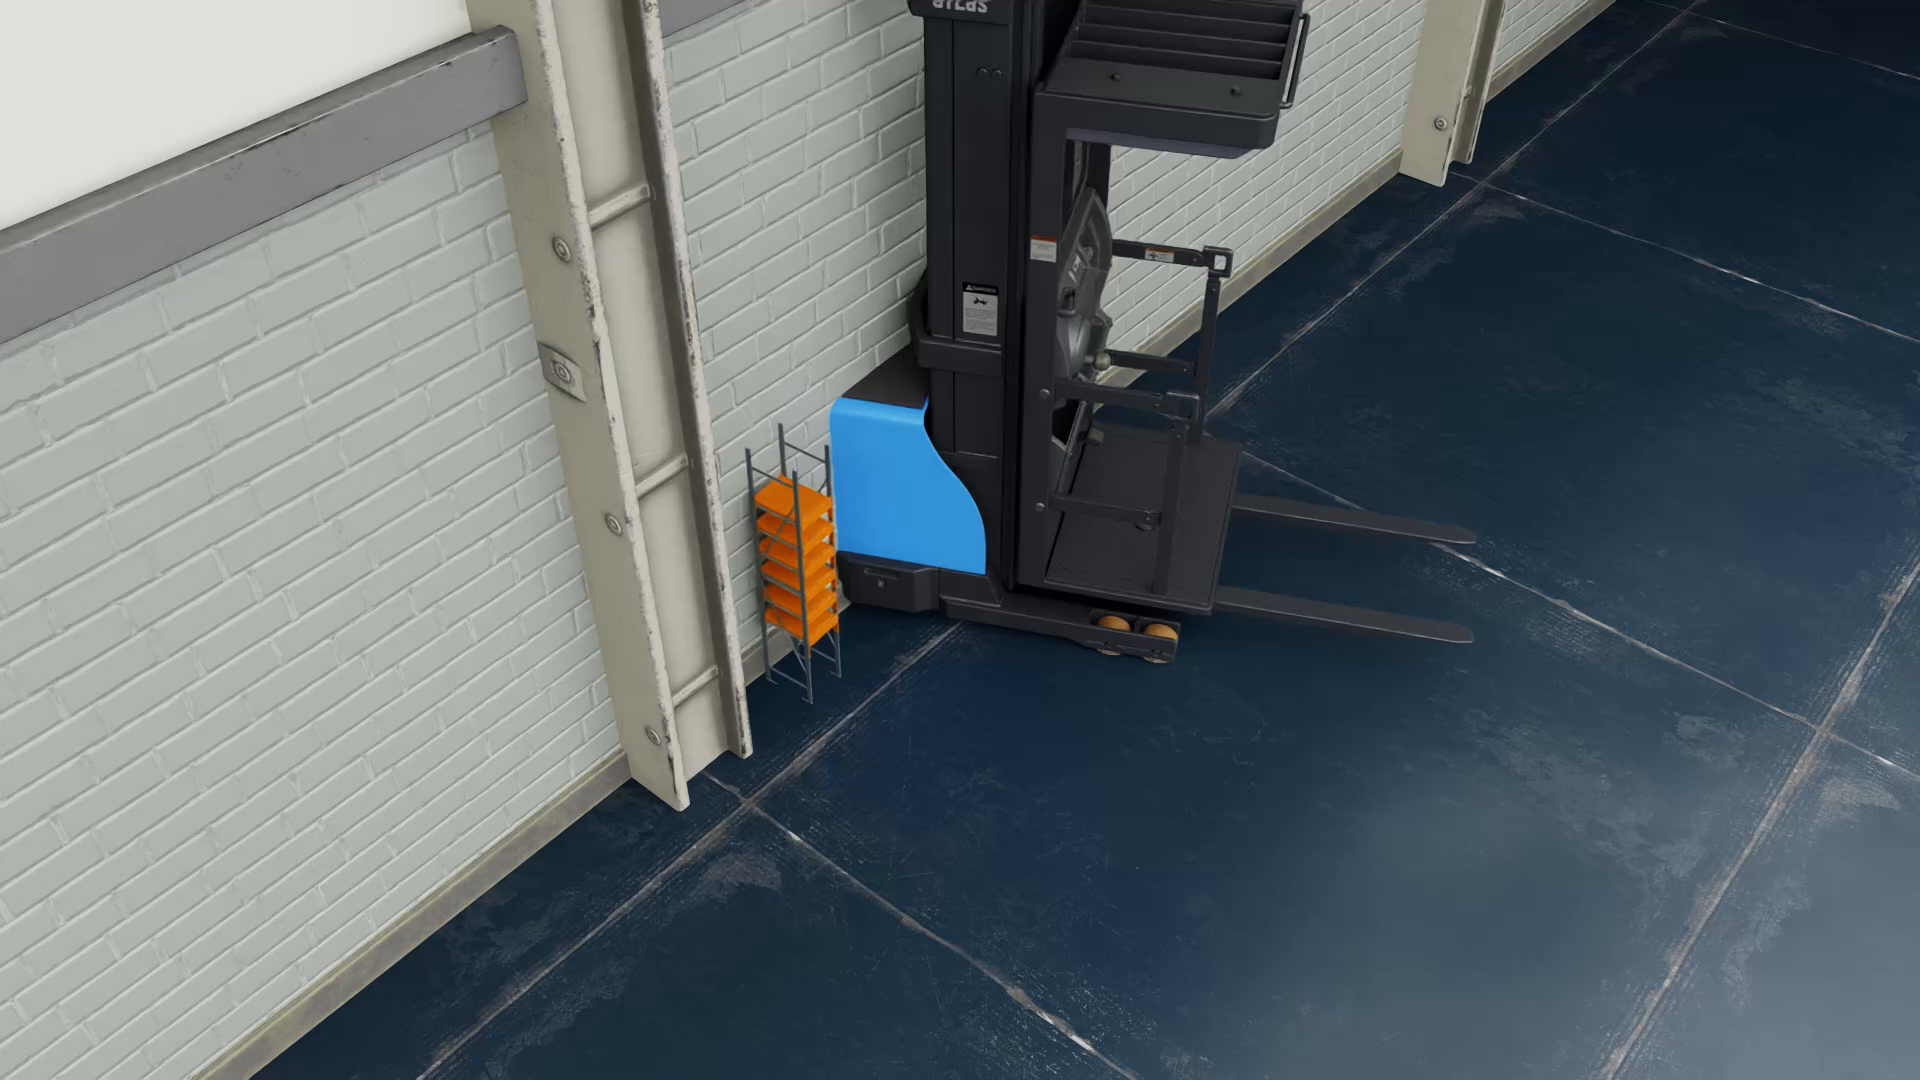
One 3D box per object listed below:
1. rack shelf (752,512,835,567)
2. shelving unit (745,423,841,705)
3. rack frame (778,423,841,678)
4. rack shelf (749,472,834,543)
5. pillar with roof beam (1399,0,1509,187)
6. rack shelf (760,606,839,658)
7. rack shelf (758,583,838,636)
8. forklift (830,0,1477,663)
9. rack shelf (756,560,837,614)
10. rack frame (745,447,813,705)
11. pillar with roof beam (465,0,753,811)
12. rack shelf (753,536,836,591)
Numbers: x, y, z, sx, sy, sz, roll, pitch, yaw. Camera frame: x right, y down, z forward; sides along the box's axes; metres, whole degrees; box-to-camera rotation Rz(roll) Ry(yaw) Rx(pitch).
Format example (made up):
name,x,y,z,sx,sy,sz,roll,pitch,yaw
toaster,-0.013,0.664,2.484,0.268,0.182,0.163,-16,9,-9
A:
name,x,y,z,sx,sy,sz,roll,pitch,yaw
rack shelf,-0.630,-0.032,6.282,0.258,0.103,0.180,25,47,25
shelving unit,-0.632,0.115,6.410,0.258,1.200,0.189,25,47,25
rack frame,-0.579,0.067,6.467,0.240,1.200,0.006,25,47,25
rack shelf,-0.628,-0.122,6.202,0.258,0.103,0.180,25,47,25
pillar with roof beam,6.105,-3.692,4.804,9.100,9.000,0.400,29,50,28
rack shelf,-0.636,0.329,6.598,0.258,0.103,0.180,25,47,25
rack shelf,-0.634,0.239,6.519,0.258,0.103,0.180,25,47,25
forklift,0.664,-0.972,6.322,3.031,2.935,1.130,9,43,10
rack shelf,-0.633,0.149,6.440,0.258,0.103,0.180,25,47,25
rack frame,-0.685,0.164,6.354,0.240,1.200,0.006,25,47,25
pillar with roof beam,2.244,-0.603,1.406,9.100,9.000,0.400,29,50,28
rack shelf,-0.631,0.059,6.361,0.258,0.103,0.180,25,47,25
